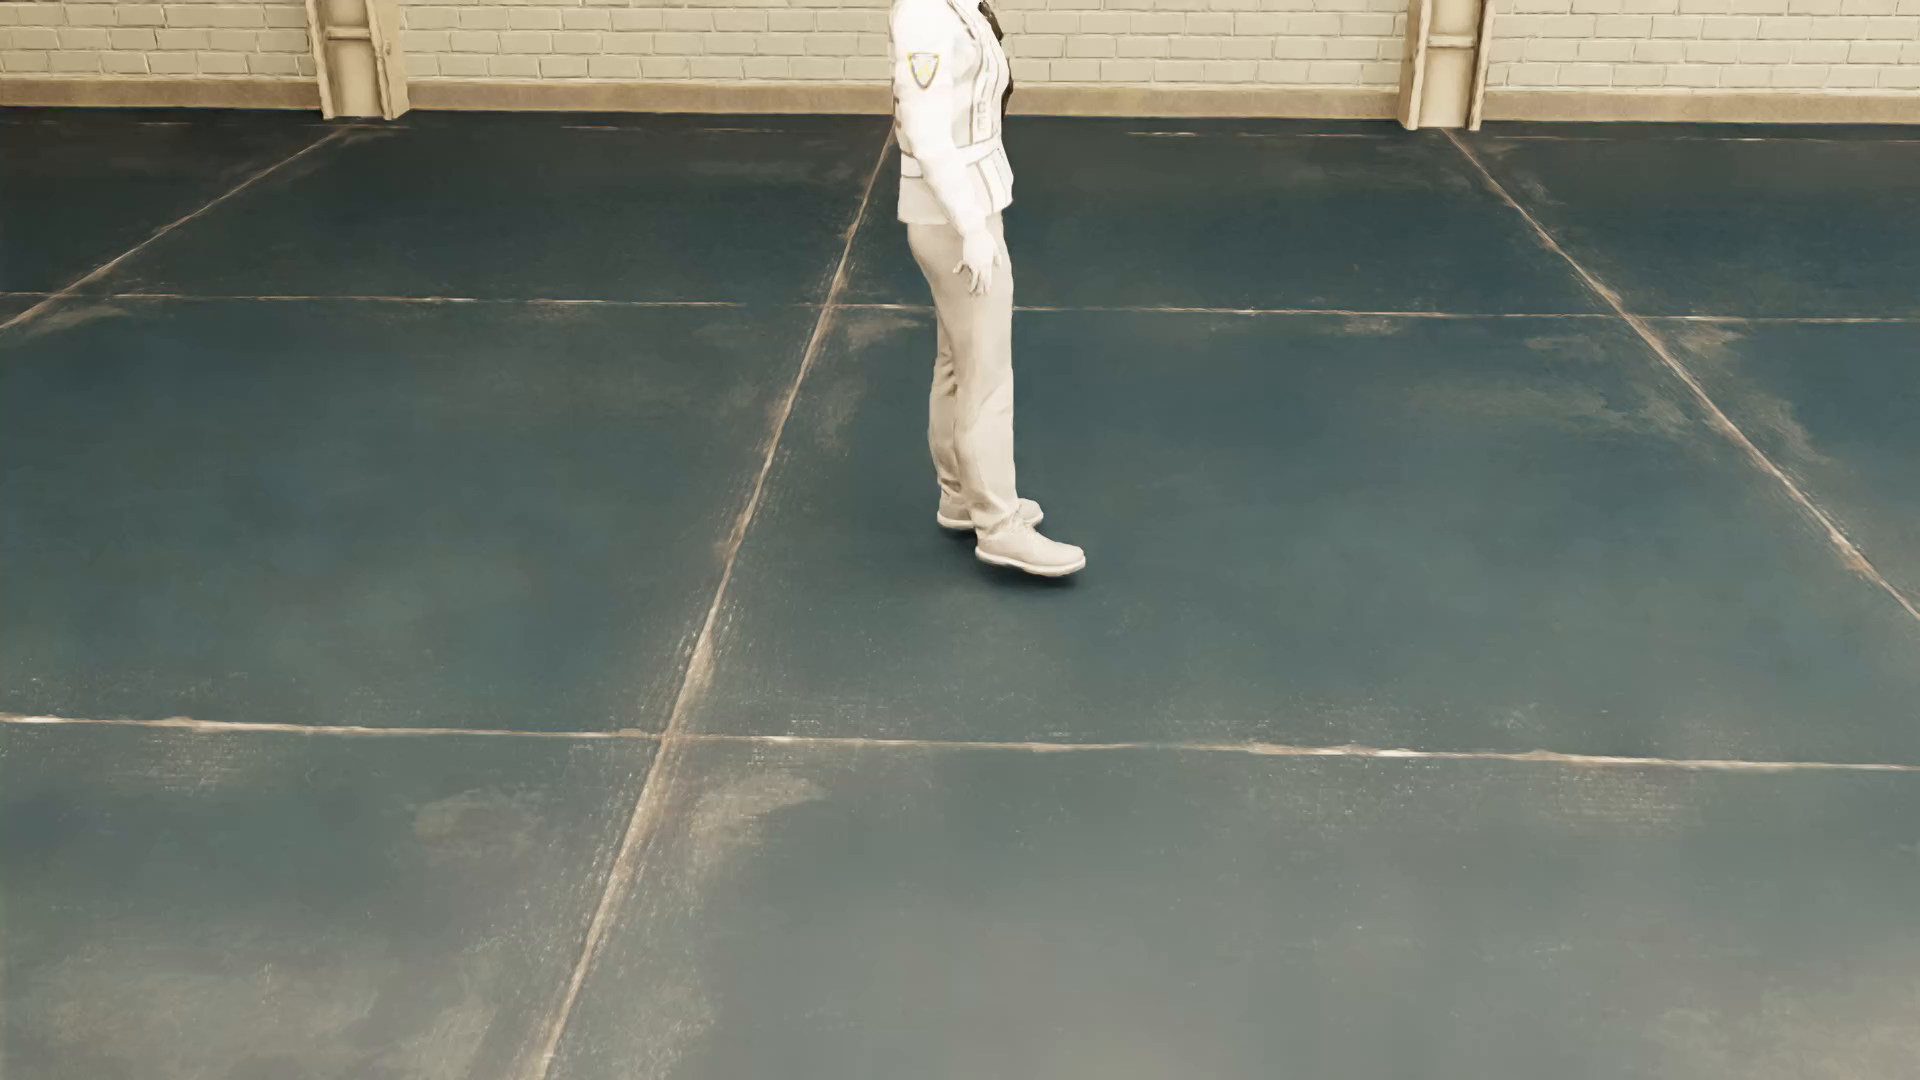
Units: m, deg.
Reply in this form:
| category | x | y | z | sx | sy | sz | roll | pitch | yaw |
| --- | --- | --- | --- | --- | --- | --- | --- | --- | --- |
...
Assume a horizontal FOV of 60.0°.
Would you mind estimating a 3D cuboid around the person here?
| category | x | y | z | sx | sy | sz | roll | pitch | yaw |
| --- | --- | --- | --- | --- | --- | --- | --- | --- | --- |
| person | 0.066 | -0.798 | 4.117 | 0.534 | 1.695 | 0.586 | 1 | 26 | 2 |
